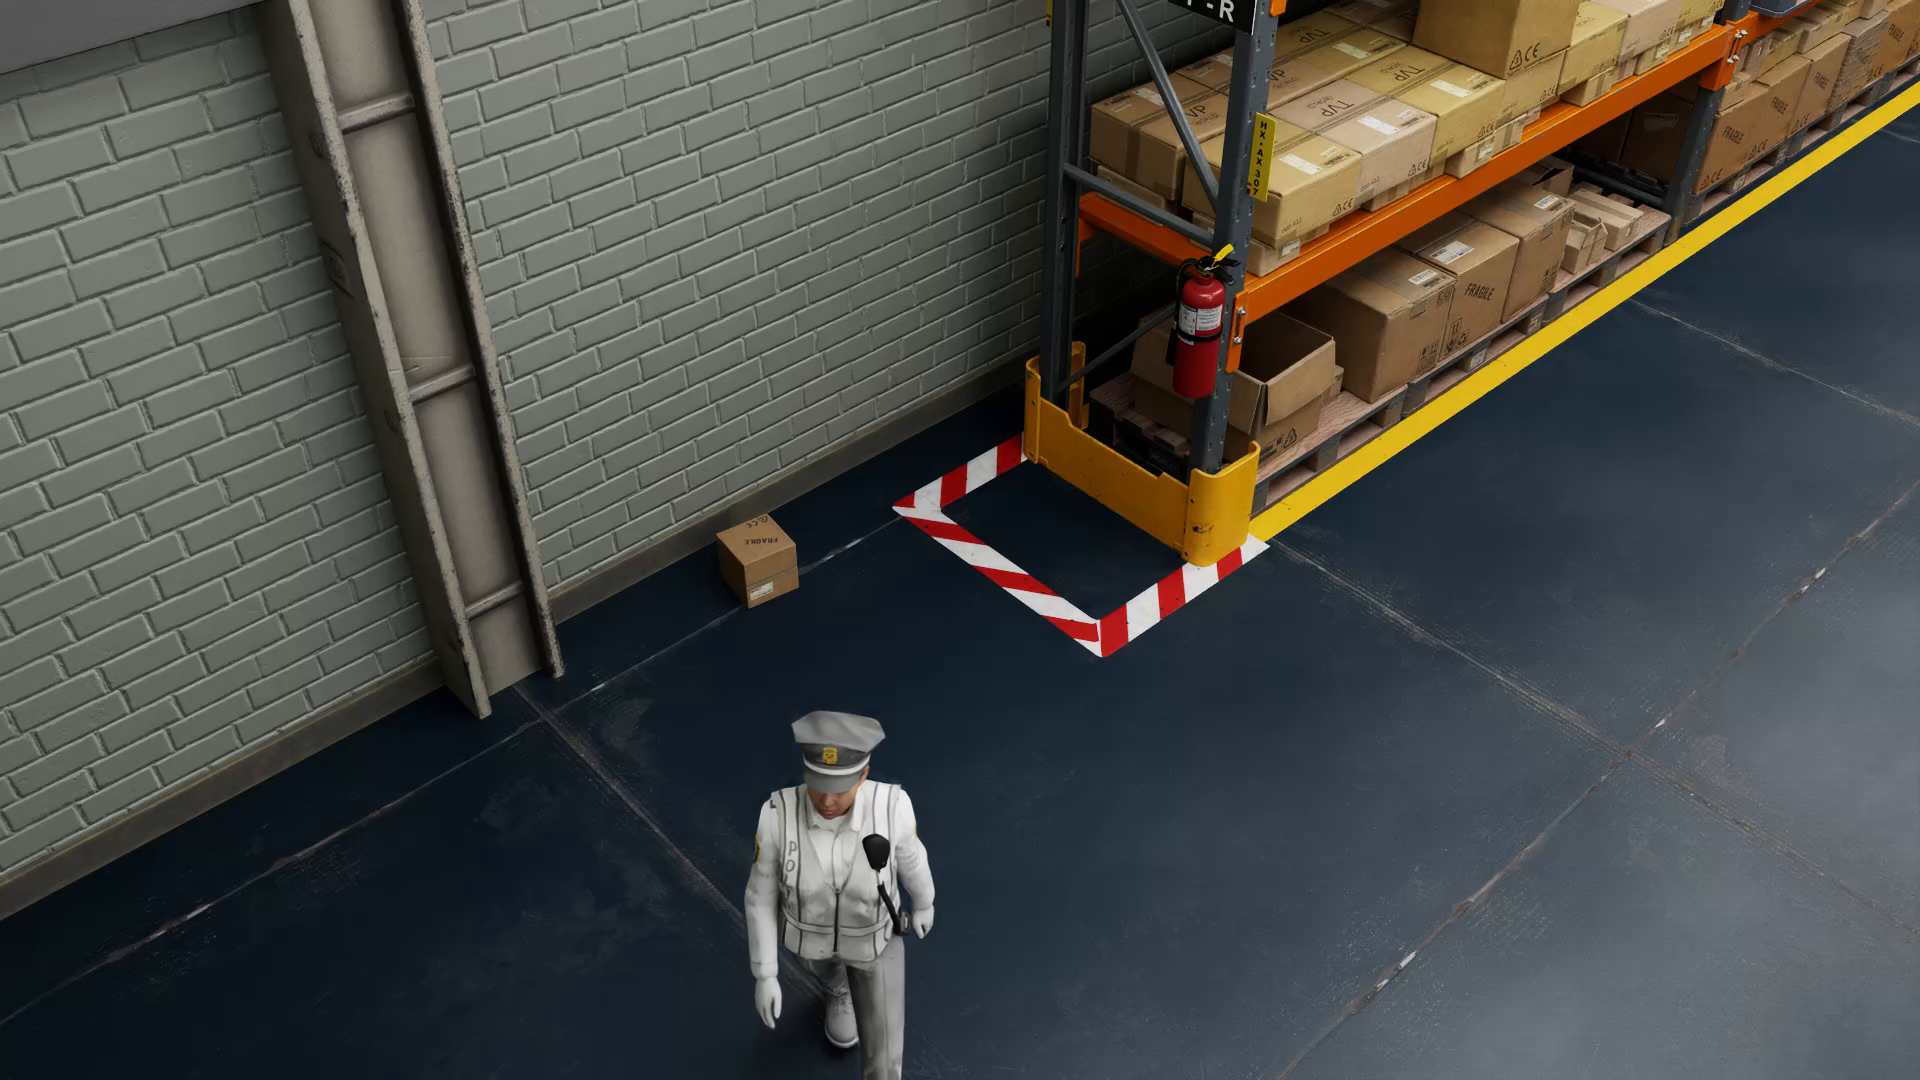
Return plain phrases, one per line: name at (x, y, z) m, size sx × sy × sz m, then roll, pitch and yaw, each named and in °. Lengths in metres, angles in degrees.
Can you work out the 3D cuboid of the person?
person at (-0.344, 1.169, 4.721) m, size 0.521 × 1.636 × 0.973 m, roll 2°, pitch 40°, yaw 2°
